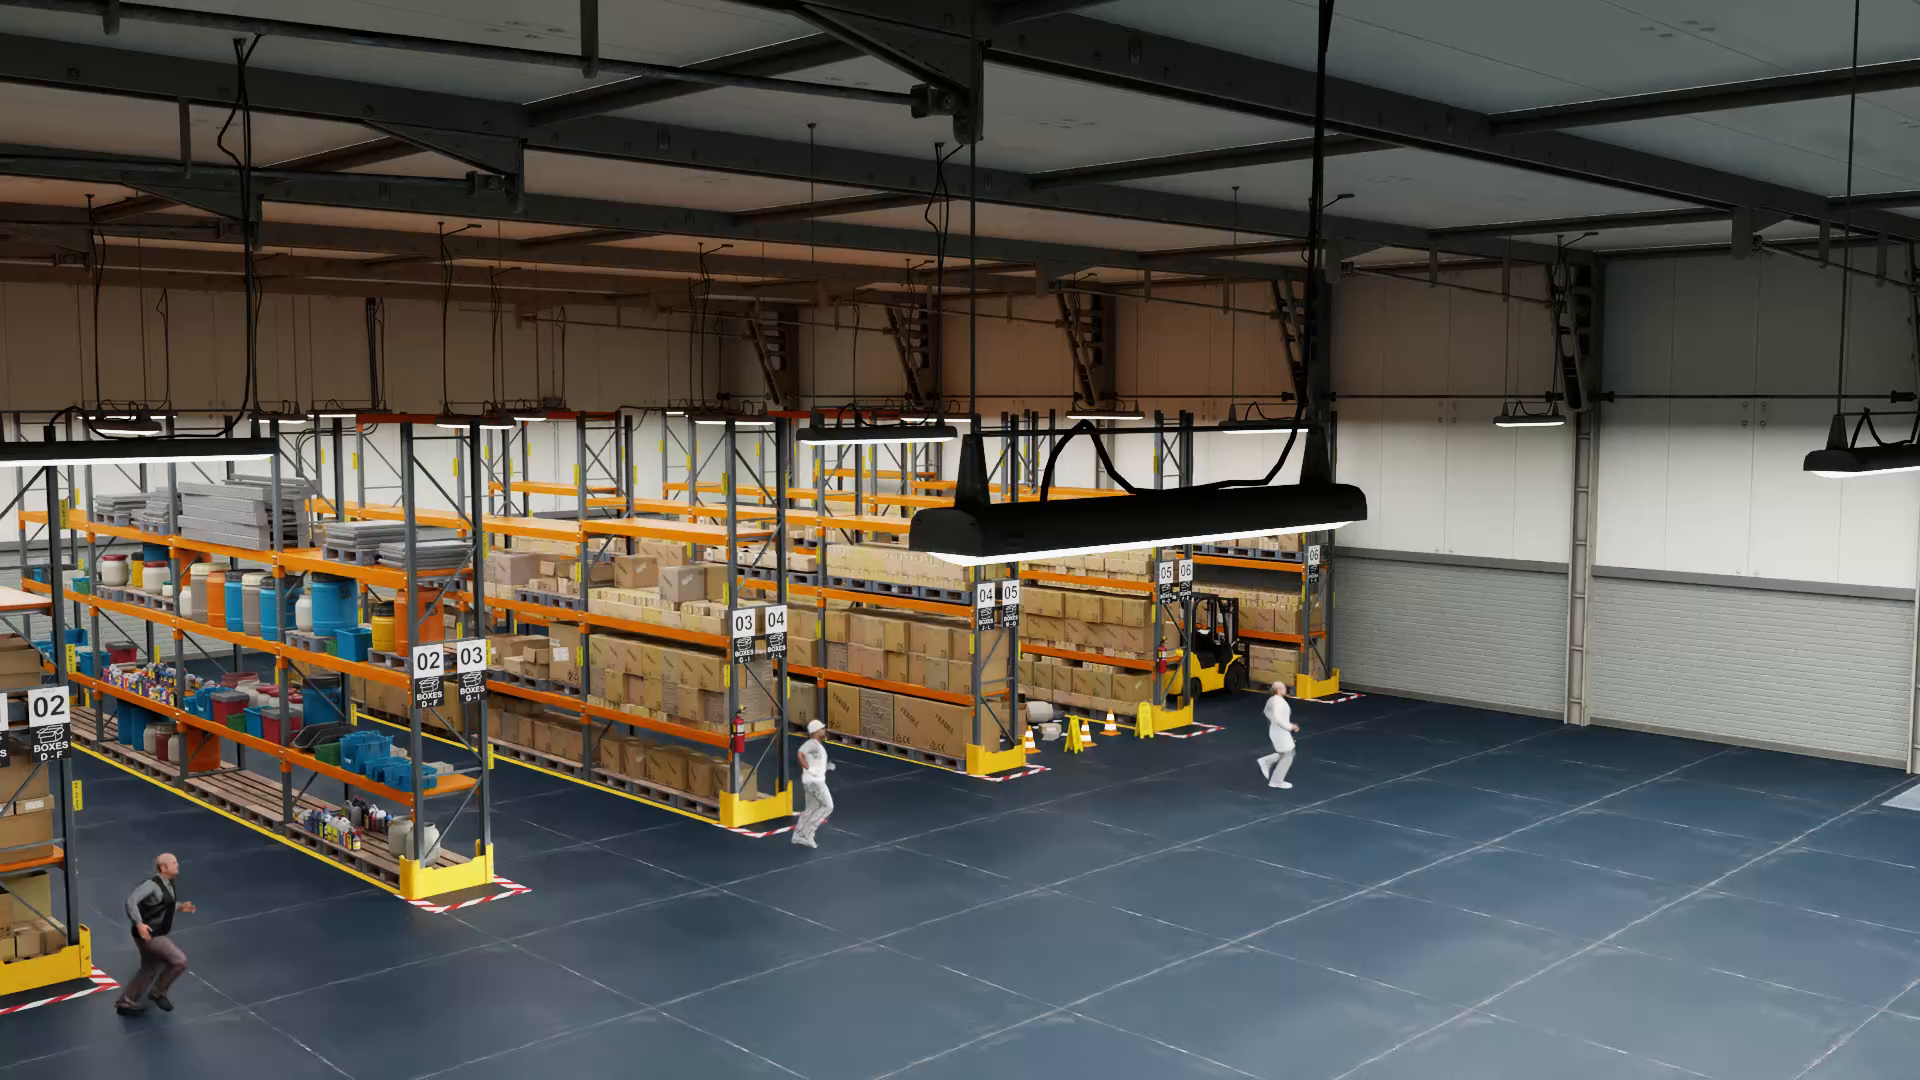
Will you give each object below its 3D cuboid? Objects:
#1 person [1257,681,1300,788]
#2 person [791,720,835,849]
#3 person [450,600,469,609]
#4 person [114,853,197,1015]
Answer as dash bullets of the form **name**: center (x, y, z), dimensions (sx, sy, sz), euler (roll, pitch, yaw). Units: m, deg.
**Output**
- **person**: center (5.147, 3.144, 26.855), dimensions (0.637, 1.734, 0.711), euler (0, 5, 2)
- **person**: center (-2.080, 3.428, 23.513), dimensions (0.631, 1.742, 0.737), euler (-1, 5, -7)
- **person**: center (-11.857, 2.077, 39.306), dimensions (0.700, 1.727, 0.616), euler (1, 5, 12)
- **person**: center (-8.260, 4.043, 17.047), dimensions (0.792, 1.662, 0.680), euler (-1, 5, -13)
